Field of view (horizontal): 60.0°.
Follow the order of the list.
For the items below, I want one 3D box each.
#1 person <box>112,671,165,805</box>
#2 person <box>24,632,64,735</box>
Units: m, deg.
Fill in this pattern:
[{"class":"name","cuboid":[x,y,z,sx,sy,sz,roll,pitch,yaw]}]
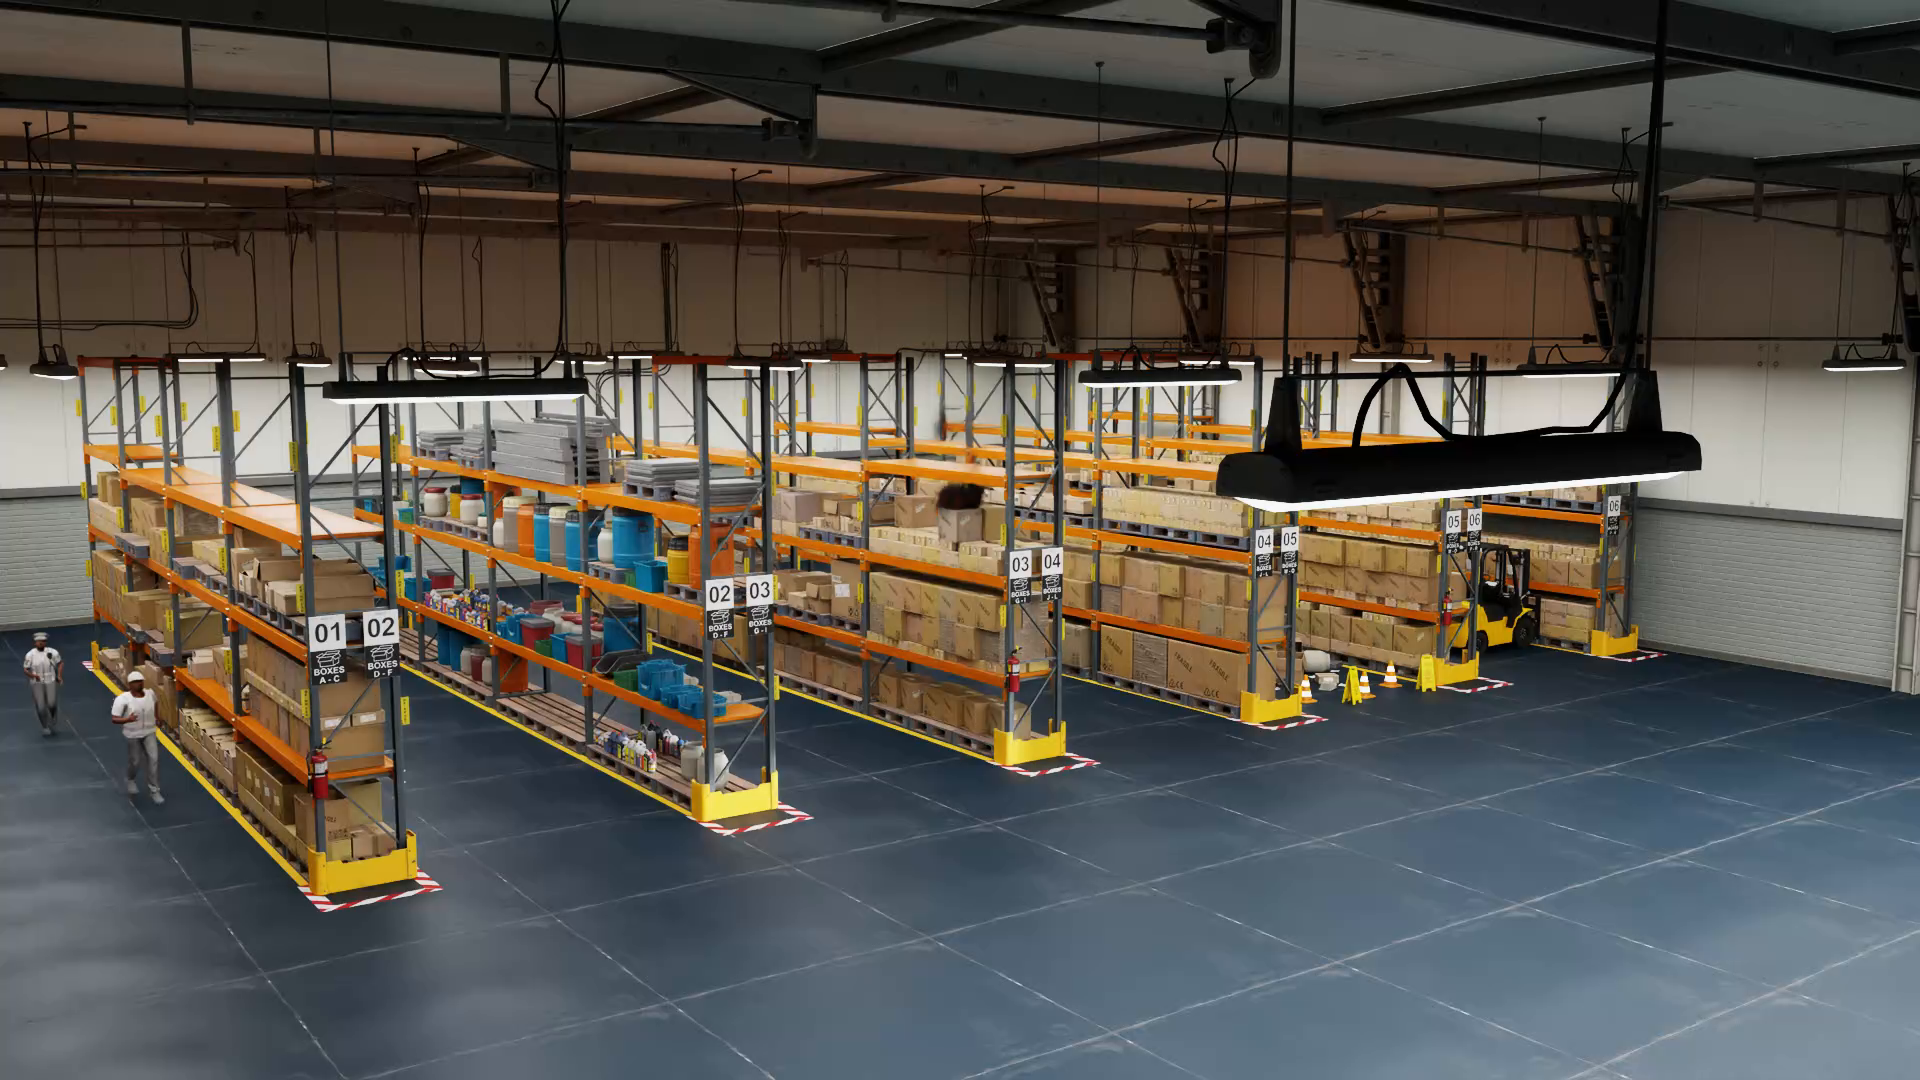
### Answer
[{"class":"person","cuboid":[-11.226,2.678,22.750,0.688,1.788,0.912,-7,10,-44]},{"class":"person","cuboid":[-14.653,2.292,26.620,0.569,1.661,0.554,-4,8,-29]}]
